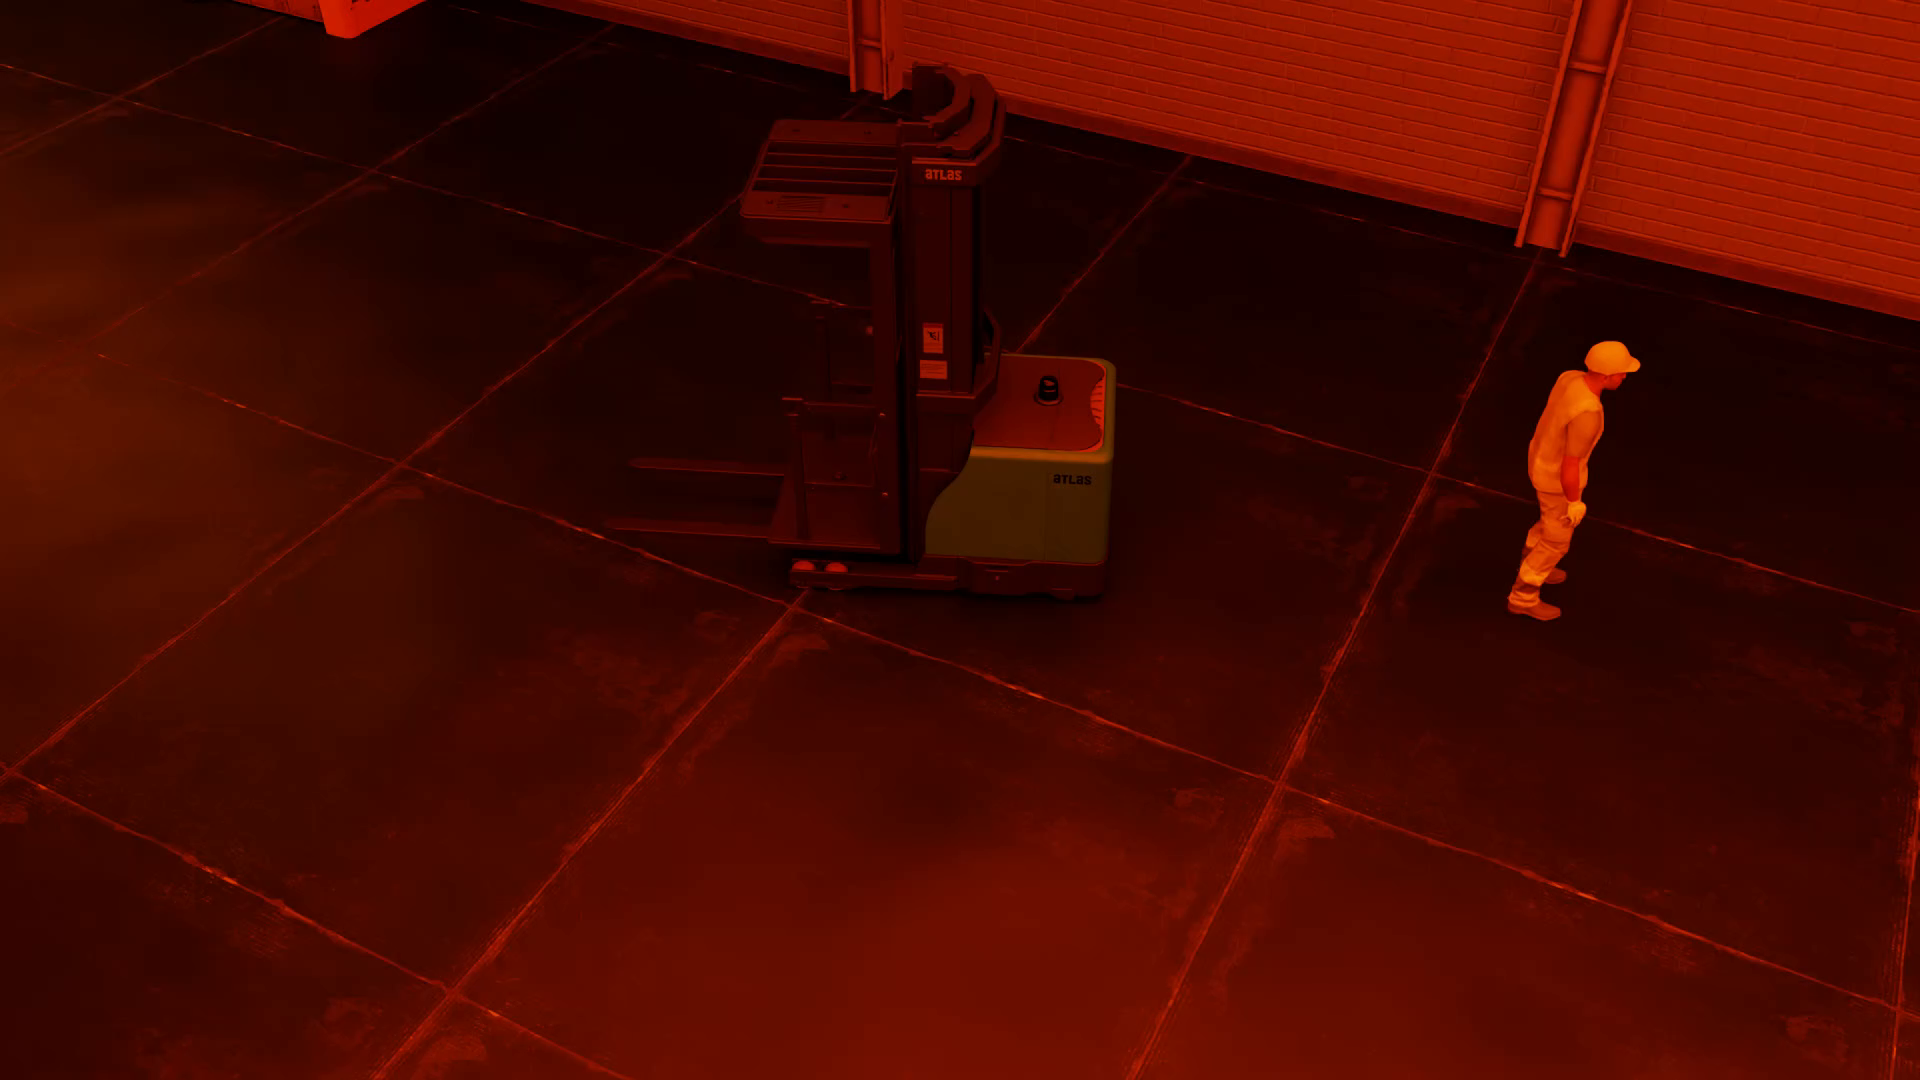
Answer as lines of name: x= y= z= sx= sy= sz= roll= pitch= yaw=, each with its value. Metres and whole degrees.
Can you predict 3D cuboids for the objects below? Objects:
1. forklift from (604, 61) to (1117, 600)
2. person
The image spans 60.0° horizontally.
forklift: x=-0.606 y=-1.157 z=9.360 sx=3.031 sy=2.935 sz=1.130 roll=3 pitch=40 yaw=4
person: x=3.389 y=-0.349 z=9.300 sx=0.446 sy=1.777 sz=0.607 roll=6 pitch=40 yaw=7
